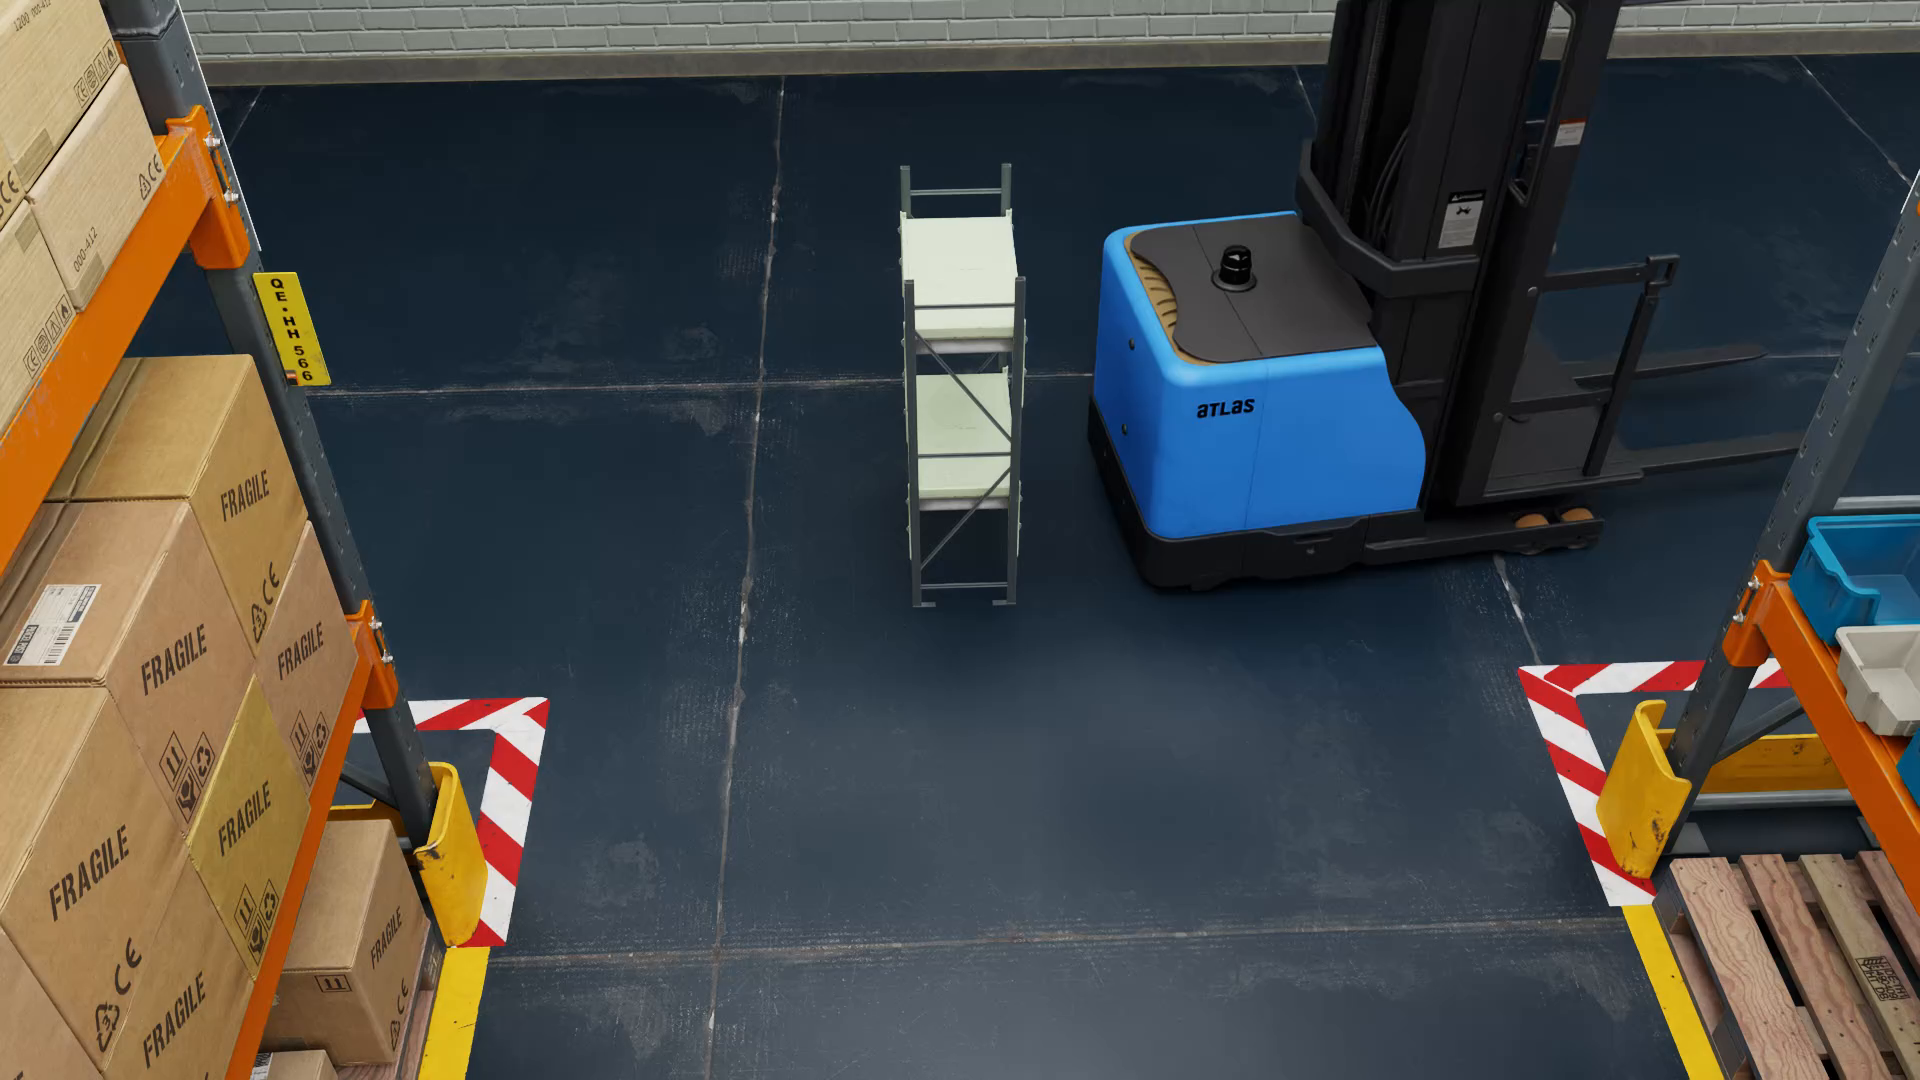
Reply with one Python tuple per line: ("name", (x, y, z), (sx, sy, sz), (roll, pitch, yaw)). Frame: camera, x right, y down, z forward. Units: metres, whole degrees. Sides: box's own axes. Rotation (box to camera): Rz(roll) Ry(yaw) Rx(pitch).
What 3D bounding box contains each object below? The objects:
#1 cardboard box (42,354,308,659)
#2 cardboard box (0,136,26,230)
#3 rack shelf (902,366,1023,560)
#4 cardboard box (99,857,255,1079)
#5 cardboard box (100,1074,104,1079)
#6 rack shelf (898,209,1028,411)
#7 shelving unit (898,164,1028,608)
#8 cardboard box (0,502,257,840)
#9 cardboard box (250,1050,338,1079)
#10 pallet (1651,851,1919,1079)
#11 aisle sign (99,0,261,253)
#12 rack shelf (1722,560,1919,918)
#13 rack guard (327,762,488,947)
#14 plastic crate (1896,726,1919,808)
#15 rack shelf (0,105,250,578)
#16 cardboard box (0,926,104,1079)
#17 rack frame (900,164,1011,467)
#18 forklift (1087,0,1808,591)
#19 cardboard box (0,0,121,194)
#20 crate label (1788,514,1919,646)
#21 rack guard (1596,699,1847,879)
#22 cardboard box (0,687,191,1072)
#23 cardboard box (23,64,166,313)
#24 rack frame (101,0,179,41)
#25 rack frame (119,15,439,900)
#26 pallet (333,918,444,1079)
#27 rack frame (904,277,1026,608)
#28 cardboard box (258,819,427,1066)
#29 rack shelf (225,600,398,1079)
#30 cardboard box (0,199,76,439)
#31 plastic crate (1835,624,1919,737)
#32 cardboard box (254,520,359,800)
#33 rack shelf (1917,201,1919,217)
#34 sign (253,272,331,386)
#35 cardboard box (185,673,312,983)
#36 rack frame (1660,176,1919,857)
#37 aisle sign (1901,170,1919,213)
("cardboard box", (-1.861, -0.069, 3.792), (0.500, 0.500, 0.500), (-2, 43, -2))
("cardboard box", (-1.857, -0.514, 2.612), (0.500, 0.250, 0.500), (-2, 43, -2))
("rack shelf", (0.000, -0.308, 6.459), (0.431, 0.370, 0.720), (-2, 43, -2))
("cardboard box", (-1.822, 0.989, 3.378), (0.500, 0.500, 0.500), (-1, 43, -1))
("cardboard box", (-1.801, 1.329, 3.007), (0.500, 0.500, 0.500), (-2, 43, -2))
("rack shelf", (0.000, -0.836, 5.975), (0.431, 0.370, 0.720), (-2, 43, -2))
("shelving unit", (0.000, -0.548, 6.238), (0.431, 1.500, 0.755), (-2, 43, -2))
("cardboard box", (-1.839, 0.272, 3.420), (0.500, 0.500, 0.500), (-1, 43, -1))
("cardboard box", (-1.958, 1.562, 4.597), (0.380, 0.166, 0.250), (-2, 43, -2))
("pallet", (2.791, 1.490, 4.968), (1.003, 0.211, 1.213), (-2, 43, -2))
("aisle sign", (-1.852, -0.969, 3.664), (0.394, 0.787, 0.004), (-2, 43, -2))
("rack shelf", (2.879, 1.519, 3.405), (1.077, 0.370, 4.000), (-2, 43, -2))
("rack guard", (-2.151, 1.016, 5.271), (1.175, 0.500, 0.348), (-2, 43, -2))
("plastic crate", (2.504, 0.564, 3.994), (0.416, 0.233, 0.300), (-2, 43, -2))
("rack shelf", (-2.070, 0.553, 2.239), (1.077, 0.370, 4.000), (-2, 43, -2))
("cardboard box", (-1.790, 0.968, 2.660), (0.500, 0.500, 0.500), (0, 43, 0))
("rack frame", (-0.015, -0.795, 6.508), (0.400, 1.500, 0.023), (-2, 43, -2))
("forklift", (2.113, -1.367, 6.073), (3.031, 2.935, 1.130), (-7, 43, -8))
("cardboard box", (-1.878, -0.852, 2.980), (0.500, 0.250, 0.500), (-2, 43, -2))
("crate label", (2.476, 0.120, 4.479), (0.416, 0.233, 0.303), (-2, 43, -2))
("rack guard", (2.780, 0.810, 5.497), (1.175, 0.500, 0.348), (-2, 43, -2))
("cardboard box", (-1.812, 0.622, 3.038), (0.500, 0.500, 0.500), (-1, 43, -1))
("cardboard box", (-1.869, -0.667, 3.149), (0.500, 0.250, 0.500), (-2, 43, -2))
("rack frame", (-2.155, -2.168, 2.455), (1.000, 3.000, 0.127), (-2, 43, -2))
("rack frame", (-2.155, 0.044, 4.482), (1.000, 3.000, 0.127), (-2, 43, -2))
("pallet", (-2.117, 1.661, 4.782), (1.003, 0.211, 1.213), (-2, 43, -2))
("rack frame", (0.016, -0.301, 5.969), (0.400, 1.500, 0.023), (-2, 43, -2))
("cardboard box", (-1.885, 1.163, 4.786), (0.500, 0.500, 0.500), (-2, 43, -2))
("rack shelf", (-2.070, 1.659, 3.252), (1.077, 0.370, 4.000), (-2, 43, -2))
("cardboard box", (-1.859, -0.330, 2.781), (0.500, 0.250, 0.500), (-2, 43, -2))
("plastic crate", (2.407, 0.374, 4.273), (0.250, 0.136, 0.298), (-2, 43, -2))
("cardboard box", (-1.864, 0.301, 4.127), (0.500, 0.500, 0.500), (0, 43, 0))
("rack shelf", (2.879, 0.414, 2.391), (1.077, 0.370, 4.000), (-2, 43, -2))
("sign", (-1.599, -0.502, 3.987), (0.100, 0.325, 0.005), (-2, 43, -2))
("cardboard box", (-1.838, 0.652, 3.745), (0.500, 0.500, 0.500), (-1, 43, -1))
("rack frame", (2.794, -0.096, 4.635), (1.000, 3.000, 0.127), (-2, 43, -2))
("aisle sign", (2.495, -1.094, 3.800), (0.394, 0.787, 0.004), (-2, 43, -2))
